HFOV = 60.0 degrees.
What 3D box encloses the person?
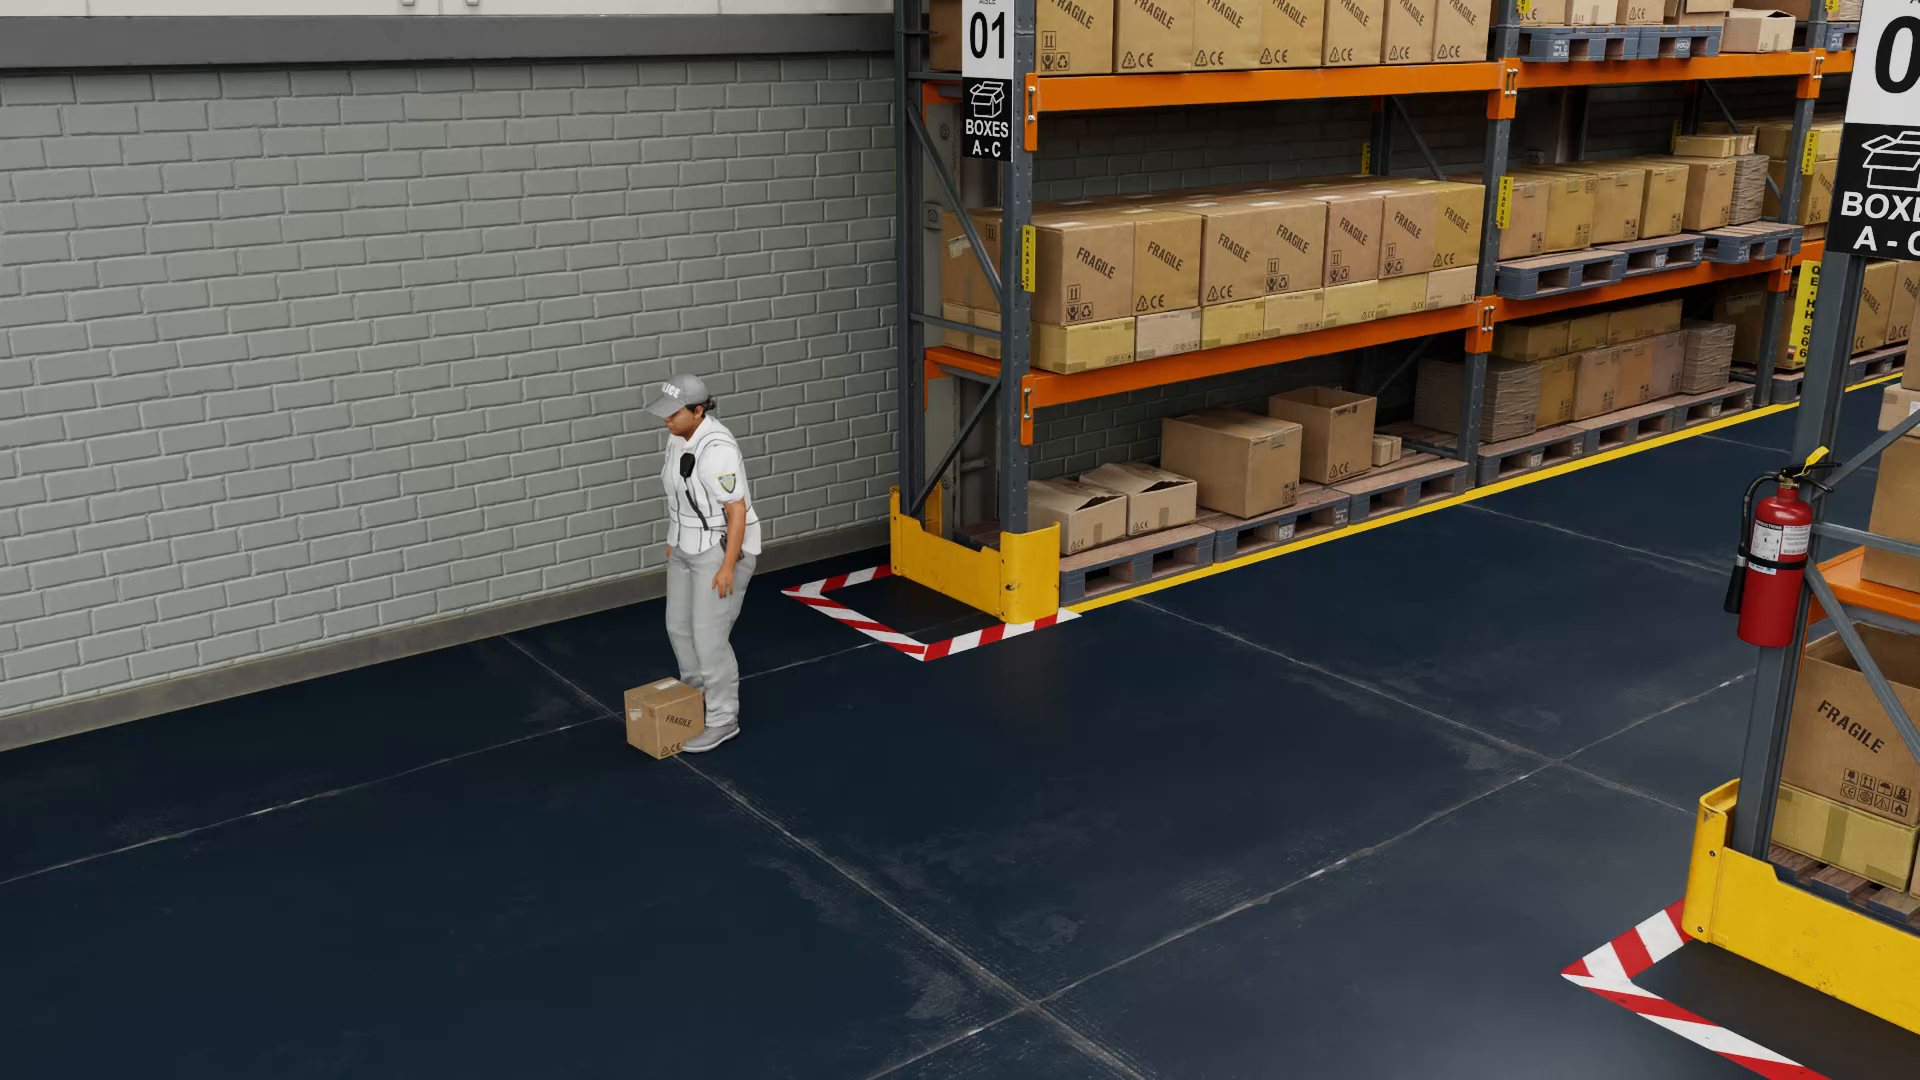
[{"bbox_3d":[-1.138,0.074,7.313,0.470,1.665,0.537,-14,22,-36],"label":"person"}]
